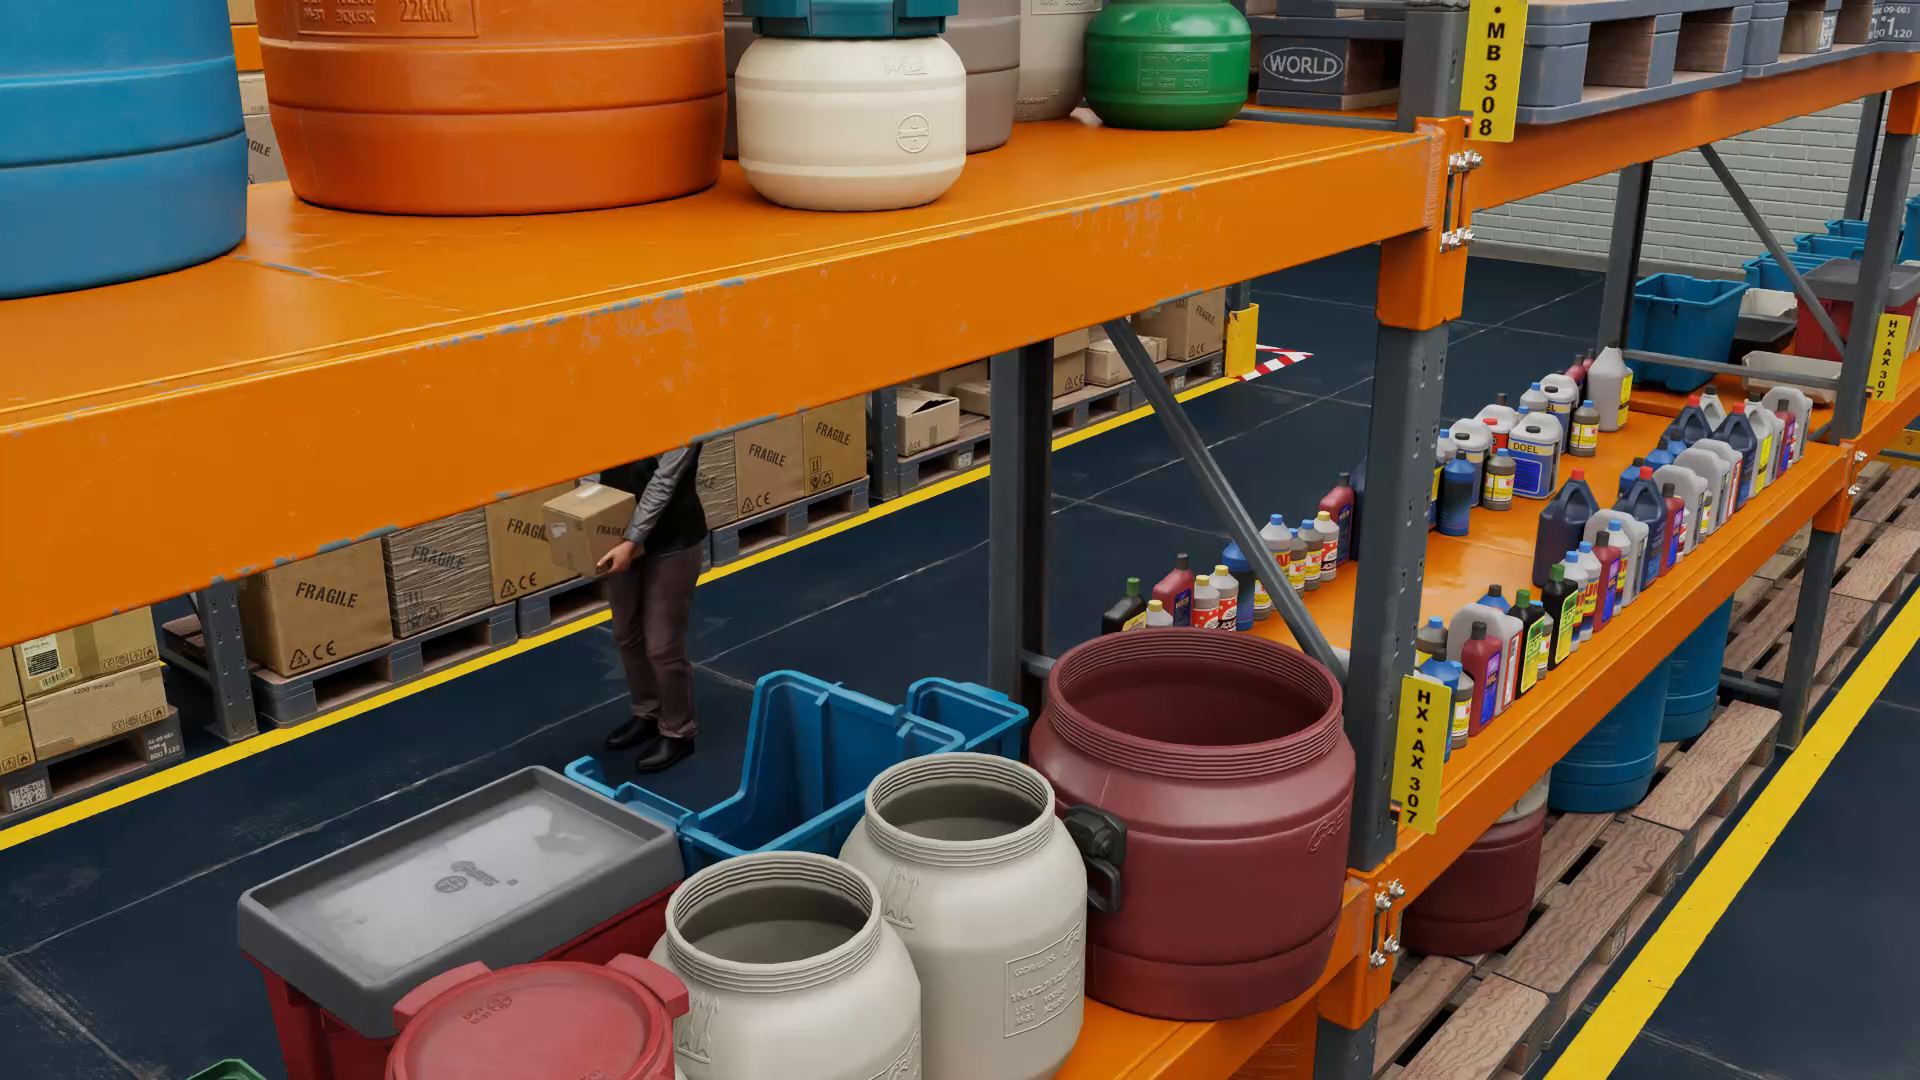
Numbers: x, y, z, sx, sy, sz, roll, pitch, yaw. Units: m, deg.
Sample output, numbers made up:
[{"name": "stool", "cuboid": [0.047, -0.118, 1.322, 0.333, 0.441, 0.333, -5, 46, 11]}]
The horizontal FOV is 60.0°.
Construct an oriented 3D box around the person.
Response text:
[{"name": "person", "cuboid": [-1.255, 0.059, 6.457, 0.495, 1.718, 0.555, 16, 25, 37]}]
